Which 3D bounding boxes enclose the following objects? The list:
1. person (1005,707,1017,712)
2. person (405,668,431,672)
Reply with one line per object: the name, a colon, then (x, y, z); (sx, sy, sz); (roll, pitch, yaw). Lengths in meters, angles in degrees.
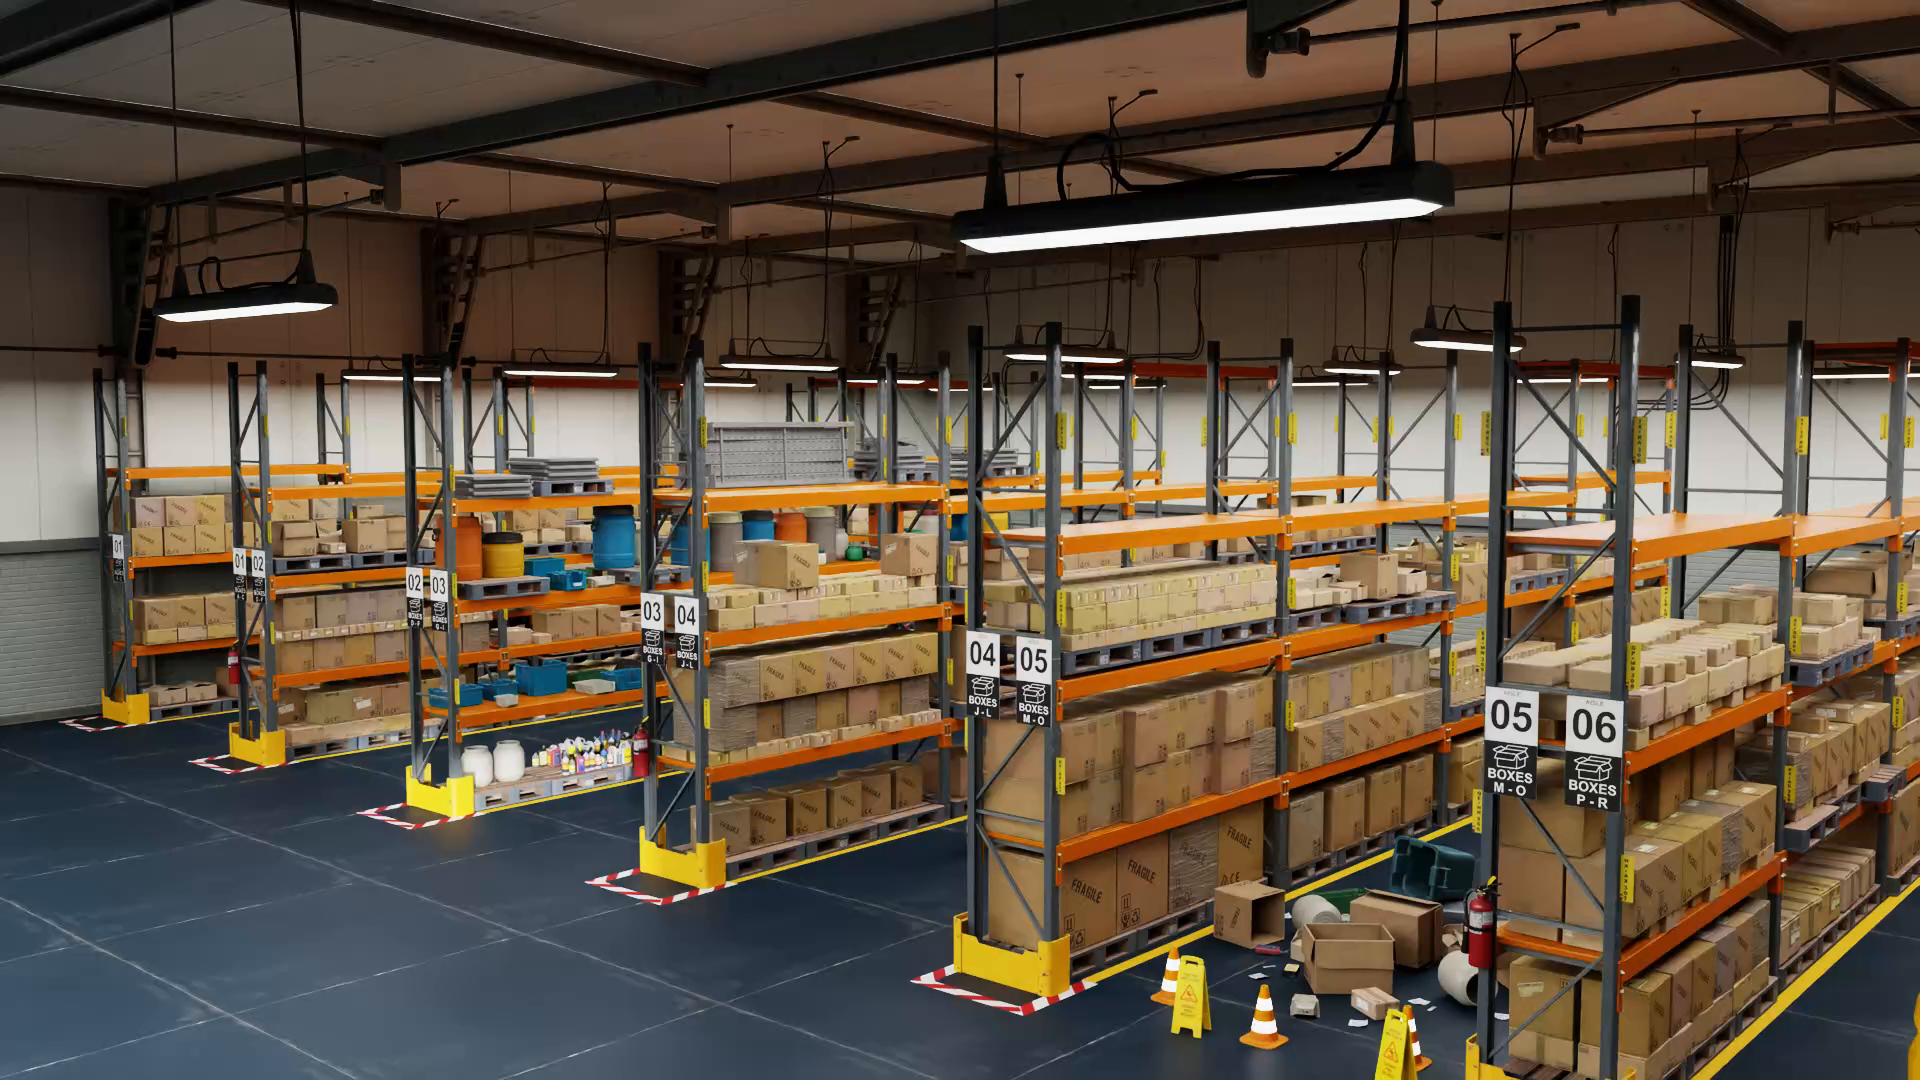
person: (0.664, 2.842, 20.126); (0.451, 1.678, 0.446); (-1, 4, -13)
person: (-9.568, 2.211, 29.296); (0.544, 1.742, 0.365); (-3, 5, -36)
